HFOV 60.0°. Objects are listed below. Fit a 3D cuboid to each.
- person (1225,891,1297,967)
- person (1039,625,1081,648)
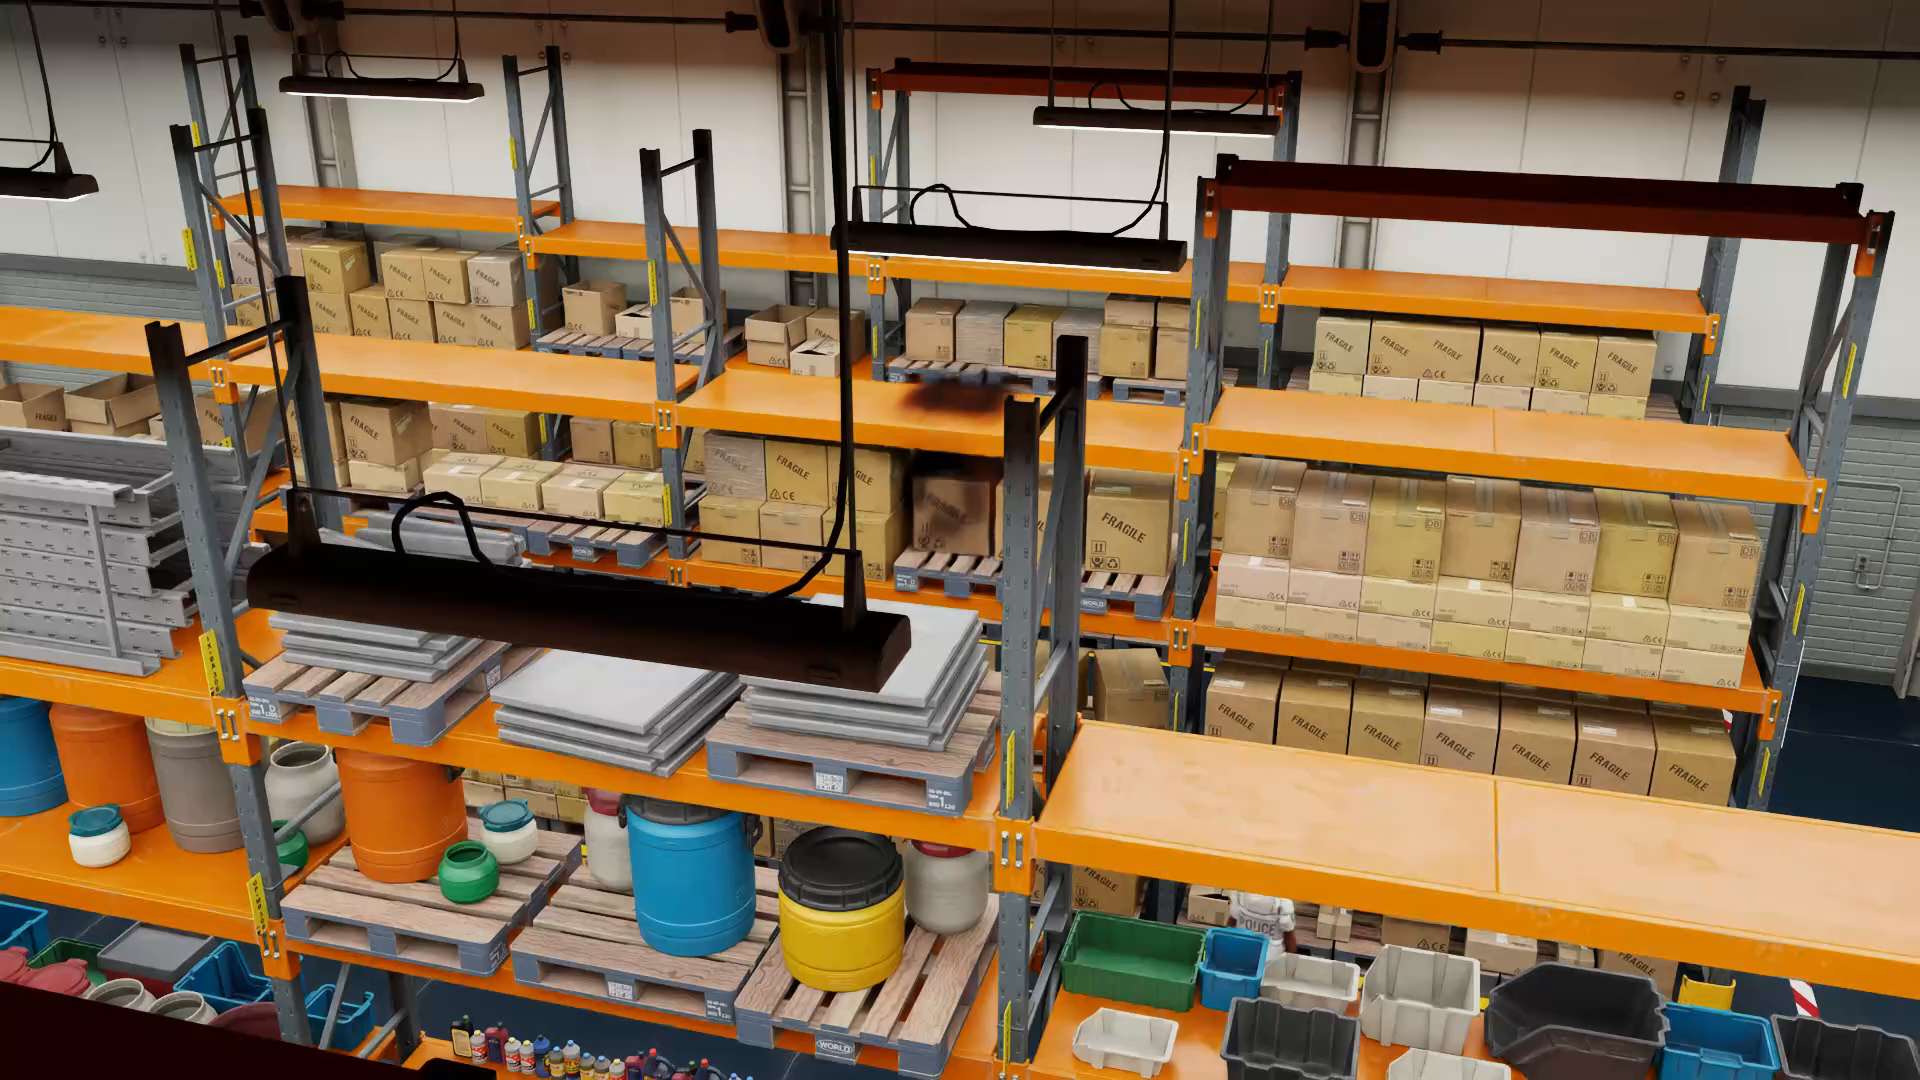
[{"bbox_3d":[2.070,2.879,11.436,0.520,1.724,0.360,10,24,22],"label":"person"},{"bbox_3d":[0.937,0.741,16.402,0.605,1.765,0.484,-9,24,-22],"label":"person"}]
